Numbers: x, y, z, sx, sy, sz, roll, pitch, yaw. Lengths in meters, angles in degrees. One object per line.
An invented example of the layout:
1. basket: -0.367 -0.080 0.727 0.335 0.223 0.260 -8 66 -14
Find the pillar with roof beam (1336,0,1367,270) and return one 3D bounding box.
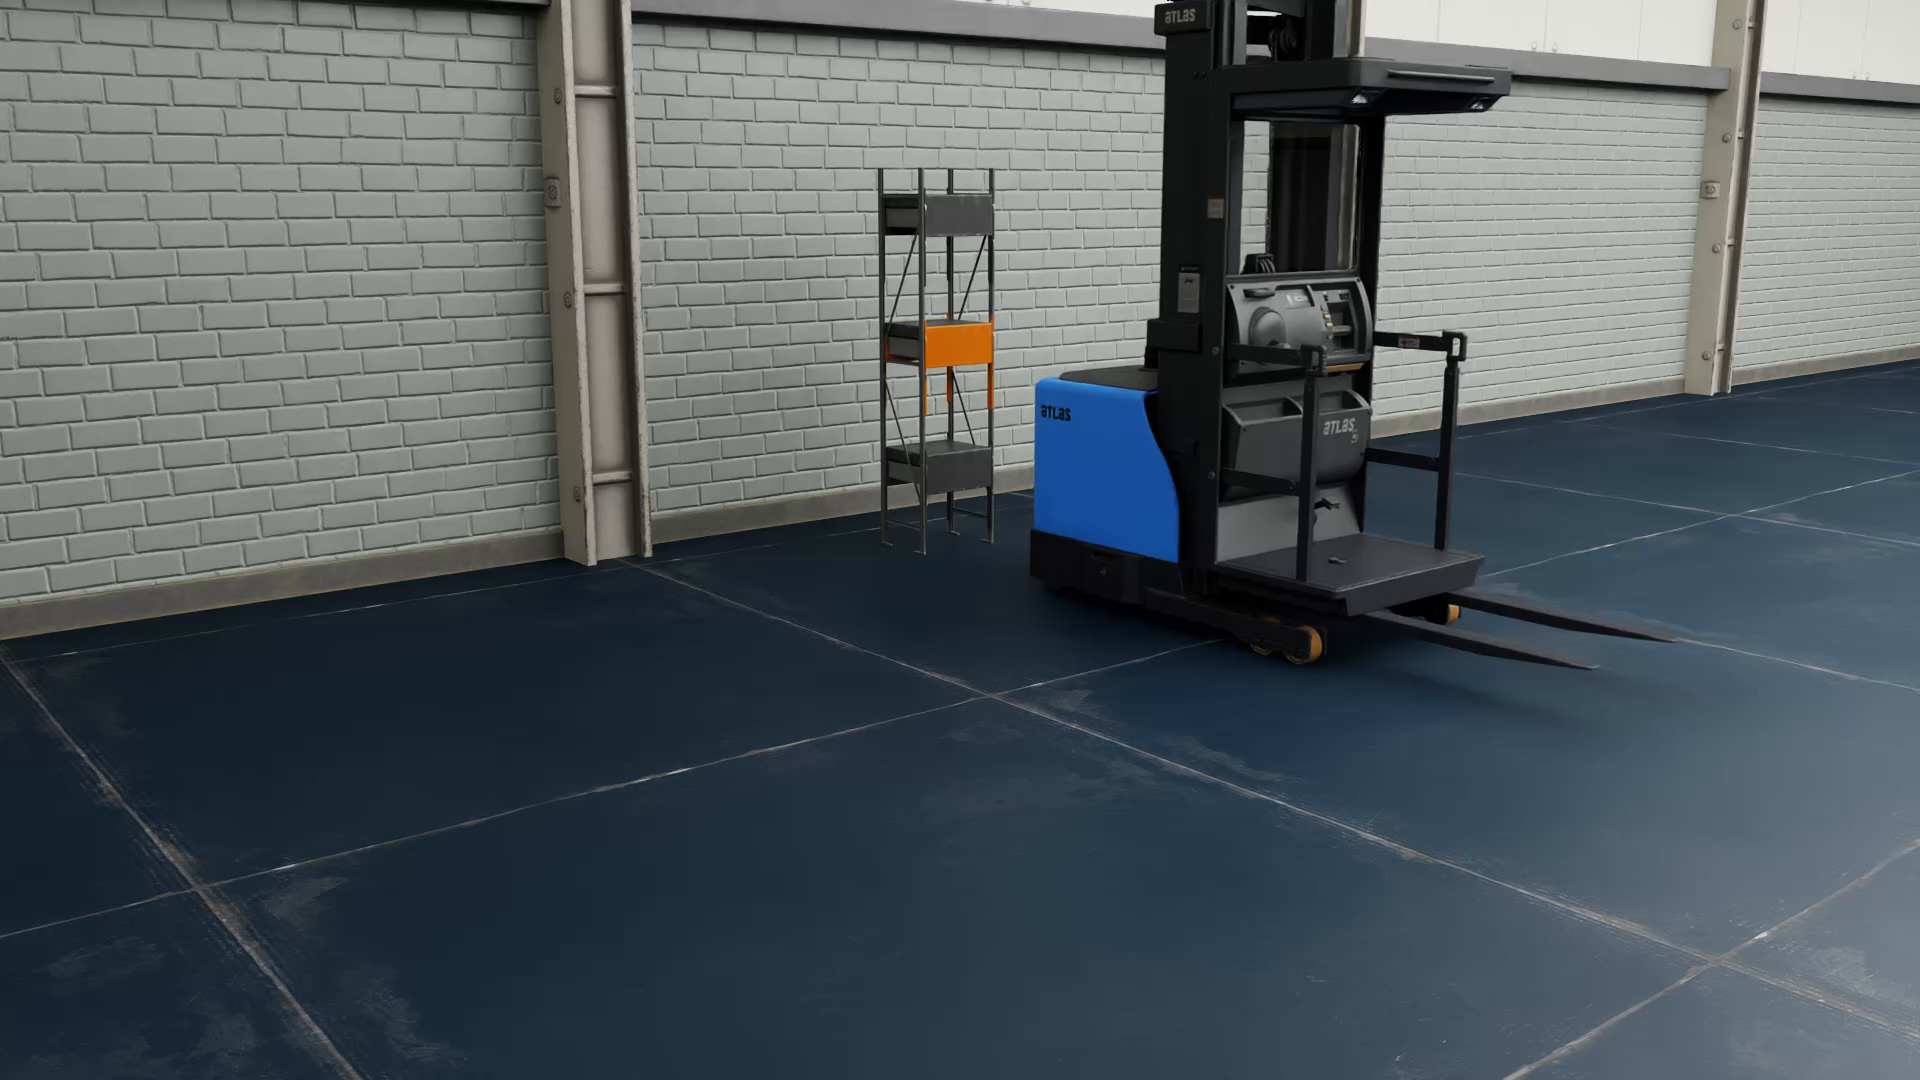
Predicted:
1. pillar with roof beam: 5.423 -4.393 8.654 0.400 9.000 9.100 -9 15 -38

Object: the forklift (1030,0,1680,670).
1. forklift: 1.678 -1.017 7.363 1.130 2.935 3.031 -10 15 -38

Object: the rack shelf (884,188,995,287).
1. rack shelf: -0.129 -1.677 9.167 0.480 0.518 0.431 -9 15 -38

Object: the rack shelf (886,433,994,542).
1. rack shelf: -0.129 -0.308 9.458 0.480 0.518 0.431 -9 15 -38

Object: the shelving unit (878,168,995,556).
1. shelving unit: -0.129 -1.006 9.309 0.503 2.100 0.431 -9 15 -38

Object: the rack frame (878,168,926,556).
1. rack frame: -0.320 -0.974 9.160 0.015 2.100 0.400 -9 15 -38

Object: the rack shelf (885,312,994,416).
1. rack shelf: -0.129 -0.992 9.312 0.480 0.518 0.431 -9 15 -38

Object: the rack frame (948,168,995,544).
1. rack frame: 0.061 -1.037 9.459 0.015 2.100 0.400 -9 15 -38
